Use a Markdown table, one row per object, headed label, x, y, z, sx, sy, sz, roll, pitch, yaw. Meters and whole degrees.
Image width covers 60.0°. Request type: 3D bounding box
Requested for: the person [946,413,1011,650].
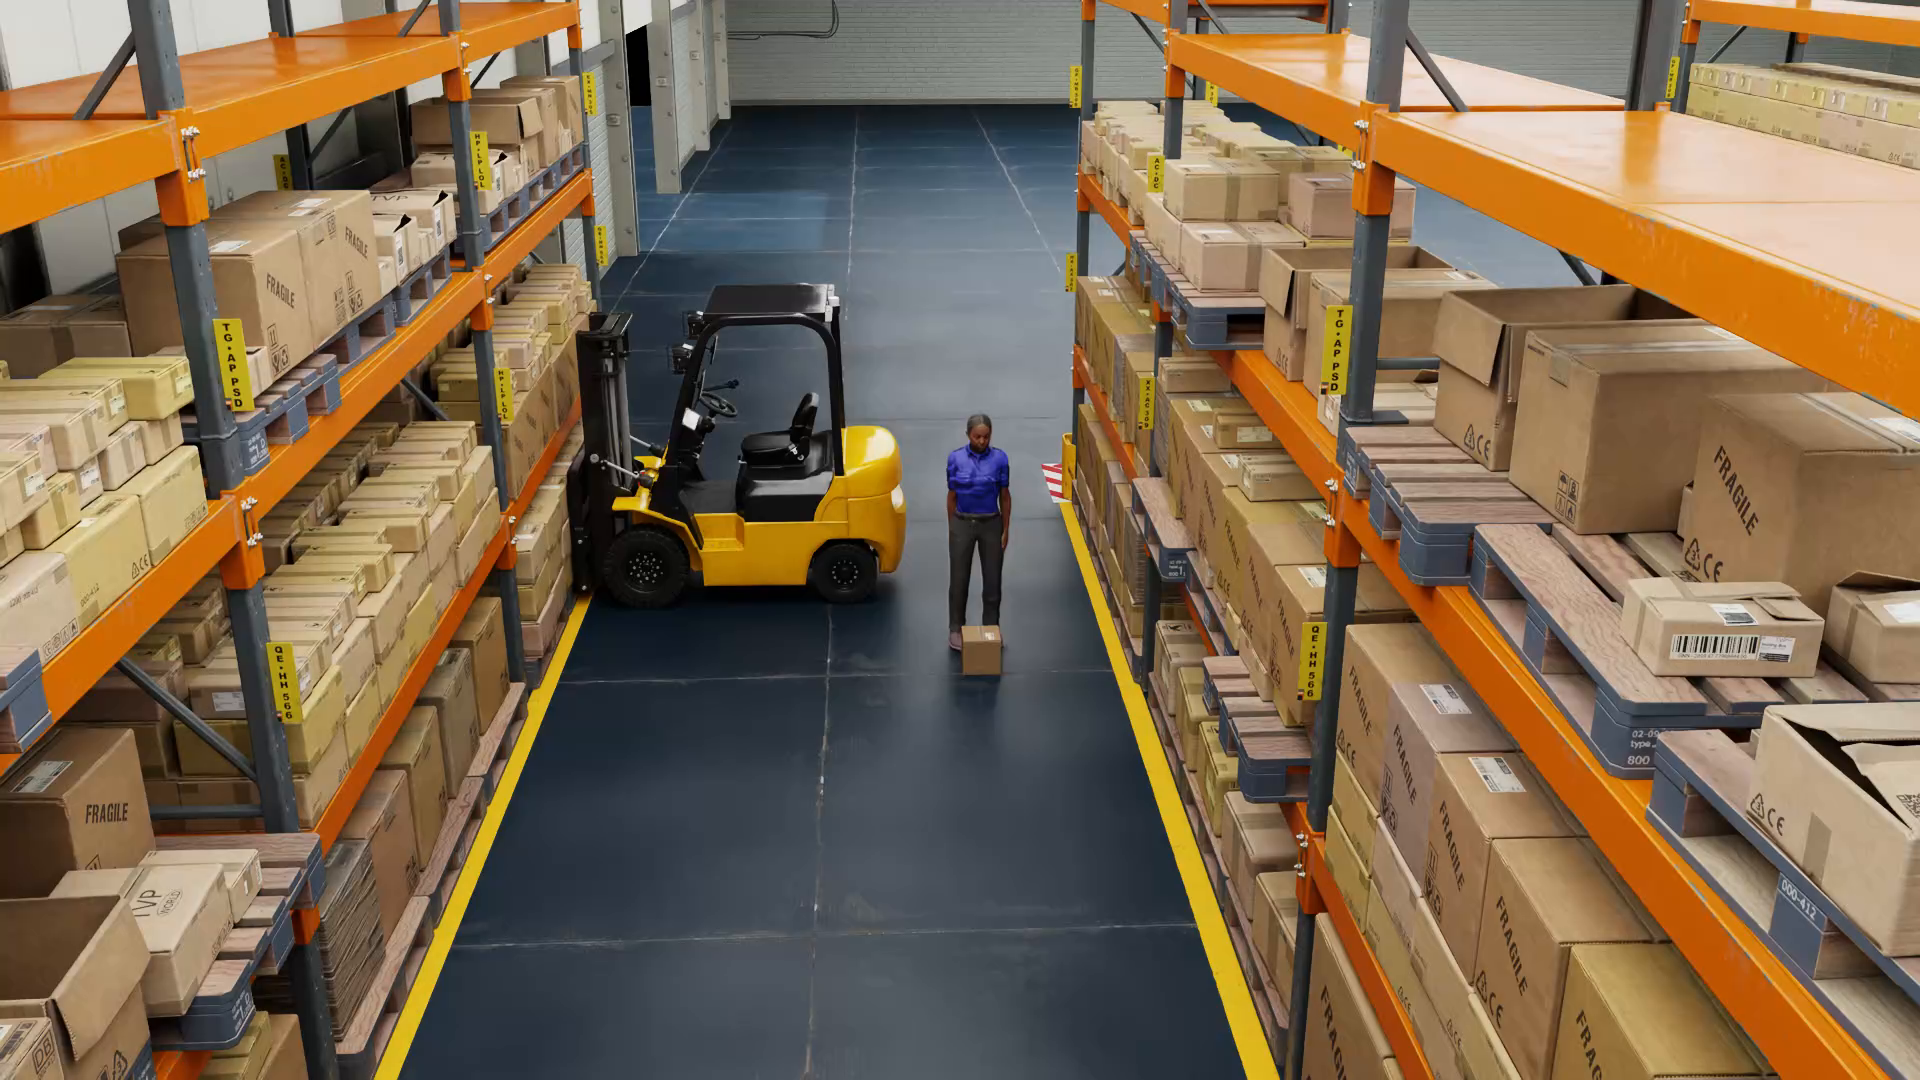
| label | x | y | z | sx | sy | sz | roll | pitch | yaw |
| --- | --- | --- | --- | --- | --- | --- | --- | --- | --- |
| person | 0.128 | -0.063 | 11.260 | 0.438 | 1.657 | 0.302 | -1 | 21 | -3 |
